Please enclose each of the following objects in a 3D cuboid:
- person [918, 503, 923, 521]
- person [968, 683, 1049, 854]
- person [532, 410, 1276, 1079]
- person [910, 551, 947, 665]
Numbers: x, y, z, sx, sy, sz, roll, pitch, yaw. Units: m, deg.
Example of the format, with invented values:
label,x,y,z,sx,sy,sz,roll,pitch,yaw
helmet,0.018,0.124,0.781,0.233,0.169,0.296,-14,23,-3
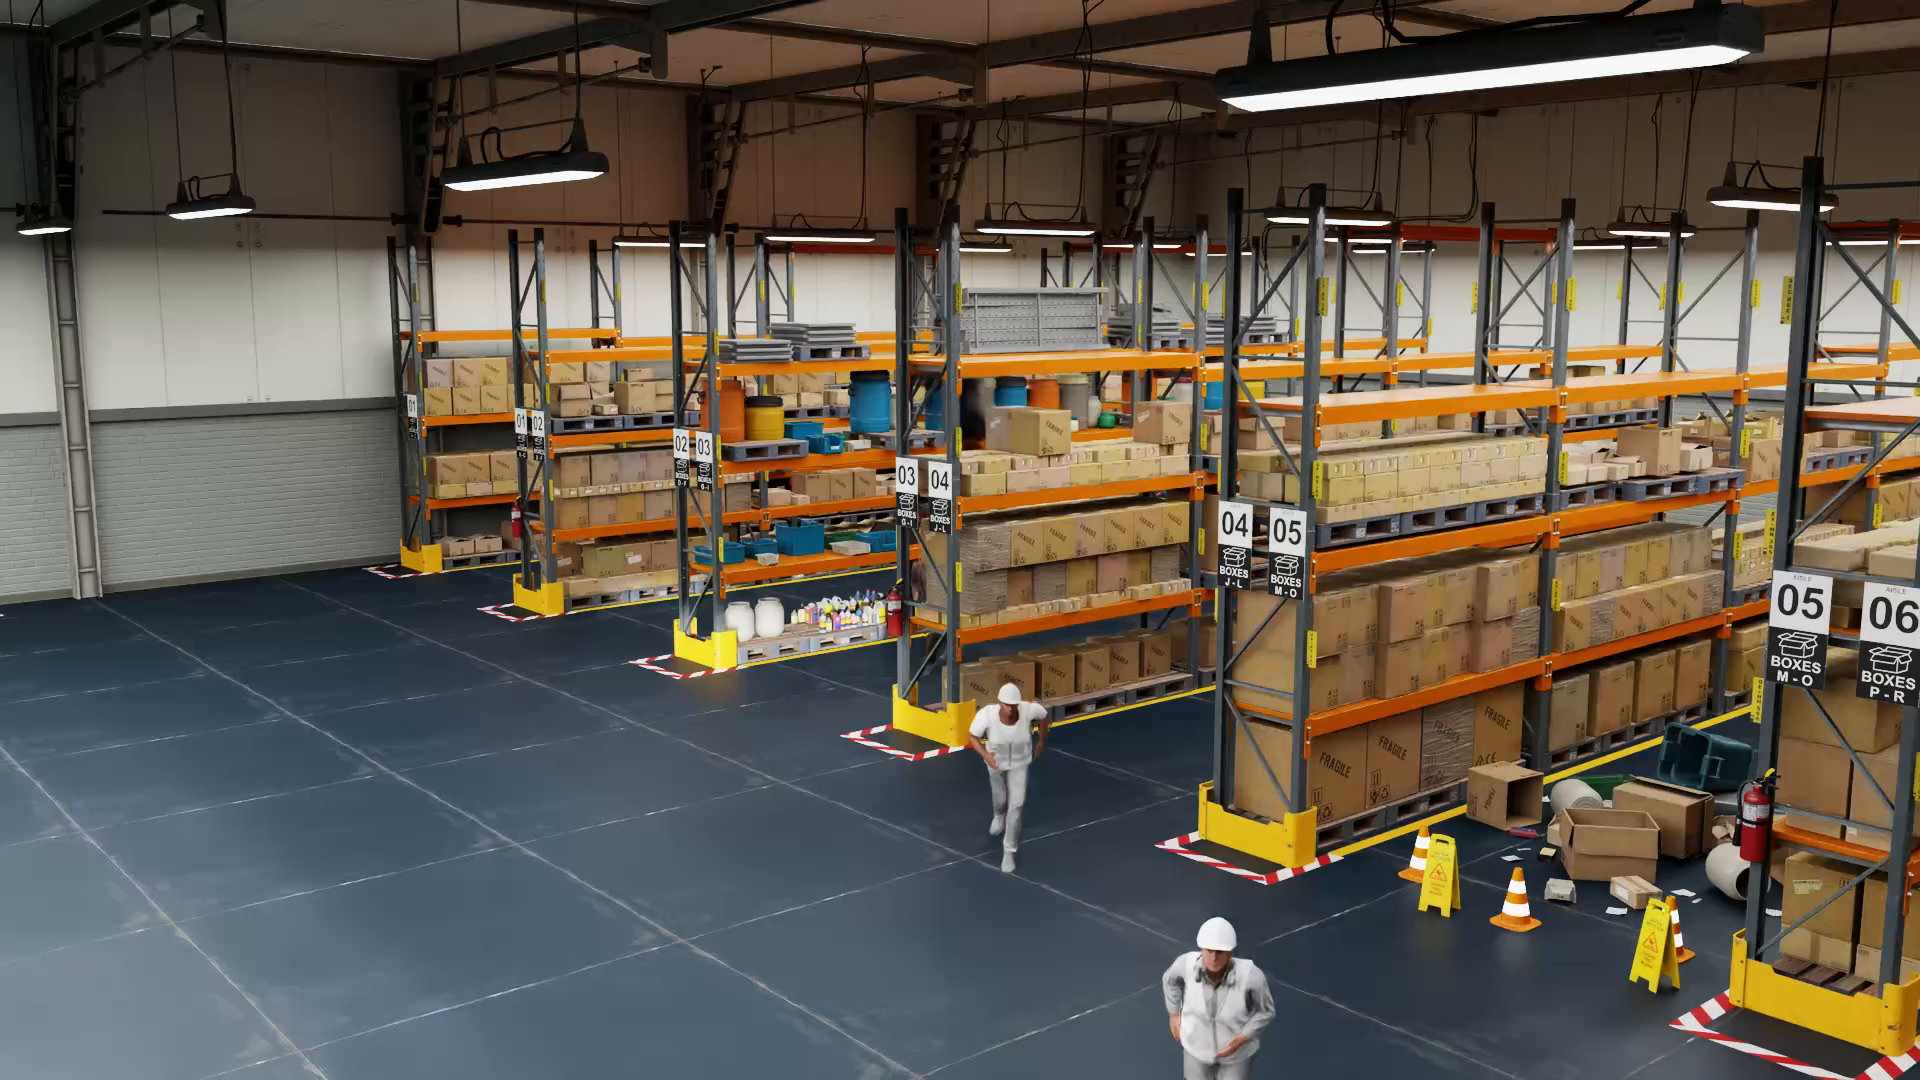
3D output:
label,x,y,z,sx,sy,sz,roll,pitch,yaw
person,-0.851,-1.088,35.301,0.686,1.780,0.876,7,11,38
person,0.431,1.989,15.048,0.743,1.575,1.018,-1,9,-6
person,-2.507,0.889,17.643,12.036,3.207,15.335,2,9,12
person,-0.272,0.839,22.358,0.753,1.565,0.998,4,10,27
